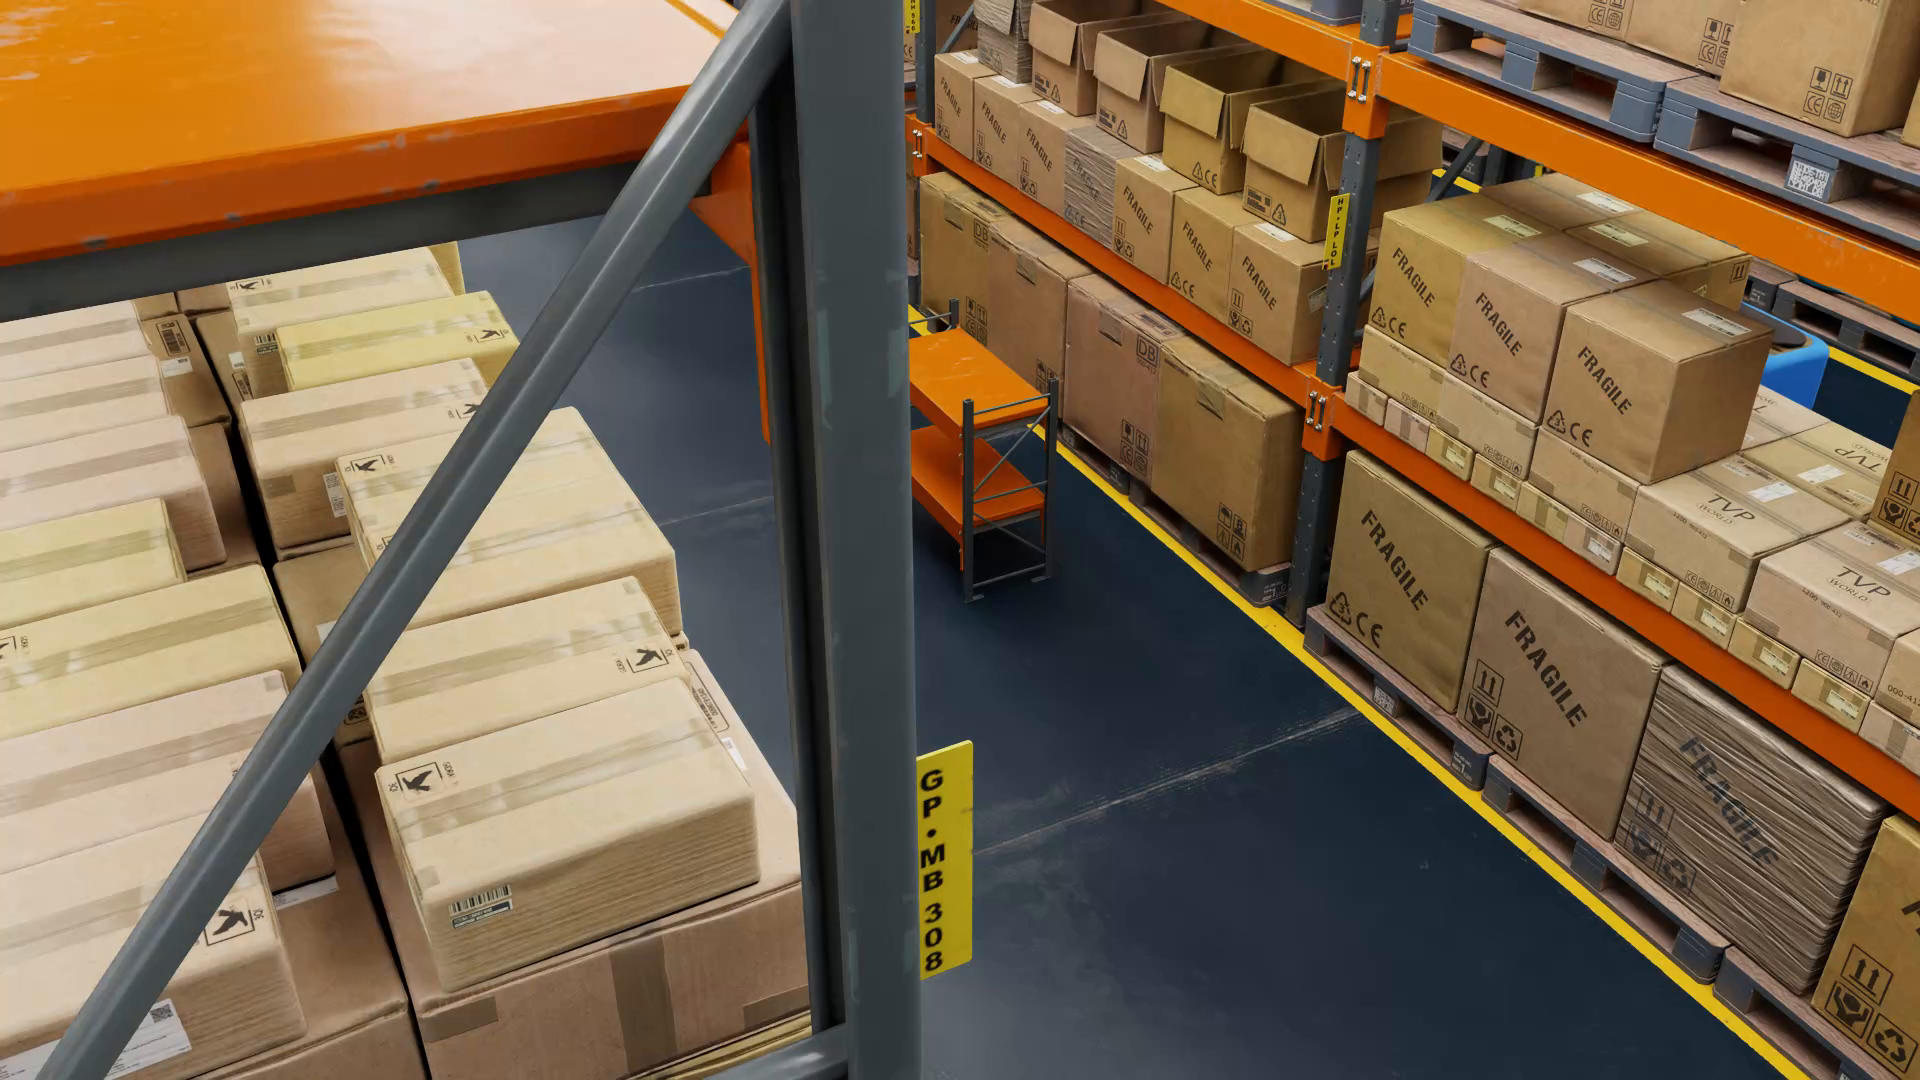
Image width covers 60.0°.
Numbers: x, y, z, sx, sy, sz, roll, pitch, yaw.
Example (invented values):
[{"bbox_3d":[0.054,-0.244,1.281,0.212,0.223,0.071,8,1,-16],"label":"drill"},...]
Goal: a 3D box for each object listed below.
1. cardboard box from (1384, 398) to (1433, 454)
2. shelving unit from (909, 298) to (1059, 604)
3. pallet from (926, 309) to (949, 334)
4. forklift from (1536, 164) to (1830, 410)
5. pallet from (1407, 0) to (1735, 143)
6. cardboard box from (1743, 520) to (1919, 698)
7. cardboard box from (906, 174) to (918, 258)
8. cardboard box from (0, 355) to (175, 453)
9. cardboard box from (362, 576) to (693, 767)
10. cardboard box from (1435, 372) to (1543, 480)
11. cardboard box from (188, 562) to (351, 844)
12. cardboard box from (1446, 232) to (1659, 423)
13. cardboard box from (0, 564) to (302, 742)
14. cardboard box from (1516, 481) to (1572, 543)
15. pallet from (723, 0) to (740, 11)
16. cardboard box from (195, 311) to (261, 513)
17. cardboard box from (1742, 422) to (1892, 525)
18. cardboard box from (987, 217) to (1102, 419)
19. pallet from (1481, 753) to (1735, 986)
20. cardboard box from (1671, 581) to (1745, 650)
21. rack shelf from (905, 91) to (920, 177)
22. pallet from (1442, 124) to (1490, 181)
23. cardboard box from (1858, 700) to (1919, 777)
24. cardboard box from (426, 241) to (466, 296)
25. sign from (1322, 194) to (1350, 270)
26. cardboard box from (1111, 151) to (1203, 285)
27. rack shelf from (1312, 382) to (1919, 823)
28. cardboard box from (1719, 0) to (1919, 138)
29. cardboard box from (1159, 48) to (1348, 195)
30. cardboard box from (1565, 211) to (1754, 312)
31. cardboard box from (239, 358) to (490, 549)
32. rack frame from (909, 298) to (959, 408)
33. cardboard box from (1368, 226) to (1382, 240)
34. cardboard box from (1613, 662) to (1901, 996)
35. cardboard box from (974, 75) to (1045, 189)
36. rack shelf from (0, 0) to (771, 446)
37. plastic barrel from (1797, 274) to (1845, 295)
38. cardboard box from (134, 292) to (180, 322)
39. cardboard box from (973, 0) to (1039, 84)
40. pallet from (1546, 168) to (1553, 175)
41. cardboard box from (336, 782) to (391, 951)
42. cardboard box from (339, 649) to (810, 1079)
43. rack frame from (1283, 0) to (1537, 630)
[{"bbox_3d":[2.025,-0.524,7.021,0.380,0.149,0.250,-17,36,-25],"label":"cardboard box"},{"bbox_3d":[0.003,-0.470,8.442,0.538,1.125,1.048,-16,36,-23],"label":"shelving unit"},{"bbox_3d":[0.494,-1.320,10.615,1.003,0.211,1.213,-16,36,-23],"label":"pallet"},{"bbox_3d":[3.288,-1.918,9.027,1.130,2.935,3.031,-14,35,-21],"label":"forklift"},{"bbox_3d":[2.431,-1.813,6.101,1.003,0.211,1.213,-16,36,-23],"label":"pallet"},{"bbox_3d":[2.989,0.217,5.494,0.500,0.250,0.500,-17,36,-25],"label":"cardboard box"},{"bbox_3d":[-0.137,-2.337,11.526,0.700,0.500,0.500,-18,37,-26],"label":"cardboard box"},{"bbox_3d":[-1.496,-0.154,2.736,0.380,0.149,0.250,-15,36,-22],"label":"cardboard box"},{"bbox_3d":[-0.564,0.212,2.165,0.380,0.149,0.250,-14,35,-21],"label":"cardboard box"},{"bbox_3d":[2.273,-0.514,6.635,0.500,0.250,0.500,-16,36,-23],"label":"cardboard box"},{"bbox_3d":[-1.191,0.318,2.368,0.500,0.250,0.500,-17,36,-24],"label":"cardboard box"},{"bbox_3d":[2.278,-0.828,6.431,0.500,0.500,0.500,-16,36,-23],"label":"cardboard box"},{"bbox_3d":[-1.075,0.200,2.182,0.380,0.149,0.250,-17,36,-25],"label":"cardboard box"},{"bbox_3d":[2.392,-0.152,6.439,0.380,0.149,0.250,-16,36,-24],"label":"cardboard box"},{"bbox_3d":[-1.444,-4.316,12.884,1.003,0.211,1.213,-16,36,-23],"label":"pallet"},{"bbox_3d":[-1.193,-0.291,3.319,0.500,0.250,0.500,-17,36,-25],"label":"cardboard box"},{"bbox_3d":[3.211,-0.165,6.091,0.500,0.250,0.500,-17,36,-24],"label":"cardboard box"},{"bbox_3d":[0.906,-1.410,9.750,1.225,0.875,0.875,-16,36,-23],"label":"cardboard box"},{"bbox_3d":[2.917,1.159,6.745,1.003,0.211,1.213,-16,36,-23],"label":"pallet"},{"bbox_3d":[2.754,0.218,5.863,0.380,0.149,0.250,-15,36,-22],"label":"cardboard box"},{"bbox_3d":[-0.739,-3.541,12.163,1.077,0.370,4.000,-16,36,-23],"label":"rack shelf"},{"bbox_3d":[4.248,-3.340,13.768,1.003,0.211,1.213,-16,36,-23],"label":"pallet"},{"bbox_3d":[3.111,0.584,5.291,0.380,0.149,0.250,-15,36,-22],"label":"cardboard box"},{"bbox_3d":[-1.227,-0.552,3.357,0.380,0.149,0.250,-17,36,-24],"label":"cardboard box"},{"bbox_3d":[1.583,-1.293,6.988,0.100,0.325,0.005,-16,36,-23],"label":"sign"},{"bbox_3d":[1.124,-1.663,8.472,0.500,0.500,0.500,-16,36,-24],"label":"cardboard box"},{"bbox_3d":[2.991,0.277,6.204,1.077,0.370,4.000,-16,36,-23],"label":"rack shelf"},{"bbox_3d":[2.841,-1.603,5.117,0.700,0.500,0.500,-14,35,-21],"label":"cardboard box"},{"bbox_3d":[1.444,-2.078,8.190,0.797,0.503,0.637,-15,36,-23],"label":"cardboard box"},{"bbox_3d":[2.739,-0.966,6.645,0.500,0.500,0.500,-15,36,-23],"label":"cardboard box"},{"bbox_3d":[-0.952,-0.149,2.727,0.380,0.149,0.250,-15,36,-22],"label":"cardboard box"},{"bbox_3d":[-0.234,-0.713,8.820,0.500,1.125,0.032,-16,36,-23],"label":"rack frame"},{"bbox_3d":[2.065,-1.305,7.914,0.500,0.500,0.500,-16,36,-23],"label":"cardboard box"},{"bbox_3d":[3.130,0.927,6.103,0.875,0.875,0.875,-16,36,-23],"label":"cardboard box"},{"bbox_3d":[0.422,-2.386,9.600,0.500,0.500,0.500,-17,36,-24],"label":"cardboard box"},{"bbox_3d":[-1.444,-1.048,2.715,1.077,0.370,4.000,-16,36,-23],"label":"rack shelf"},{"bbox_3d":[5.871,-2.121,10.836,0.600,0.901,0.708,-16,36,-23],"label":"plastic barrel"},{"bbox_3d":[-1.914,-0.419,3.518,0.500,0.250,0.500,-15,36,-22],"label":"cardboard box"},{"bbox_3d":[0.520,-3.001,9.631,0.797,0.503,0.637,-15,35,-22],"label":"cardboard box"},{"bbox_3d":[4.979,-2.595,12.605,1.003,0.211,1.213,-16,36,-23],"label":"pallet"},{"bbox_3d":[-0.736,0.397,2.708,0.500,0.250,0.500,-15,35,-22],"label":"cardboard box"},{"bbox_3d":[-0.491,0.438,2.181,0.500,0.250,0.500,-15,36,-22],"label":"cardboard box"},{"bbox_3d":[2.058,-0.980,7.500,1.000,3.000,0.127,-16,36,-23],"label":"rack frame"}]
